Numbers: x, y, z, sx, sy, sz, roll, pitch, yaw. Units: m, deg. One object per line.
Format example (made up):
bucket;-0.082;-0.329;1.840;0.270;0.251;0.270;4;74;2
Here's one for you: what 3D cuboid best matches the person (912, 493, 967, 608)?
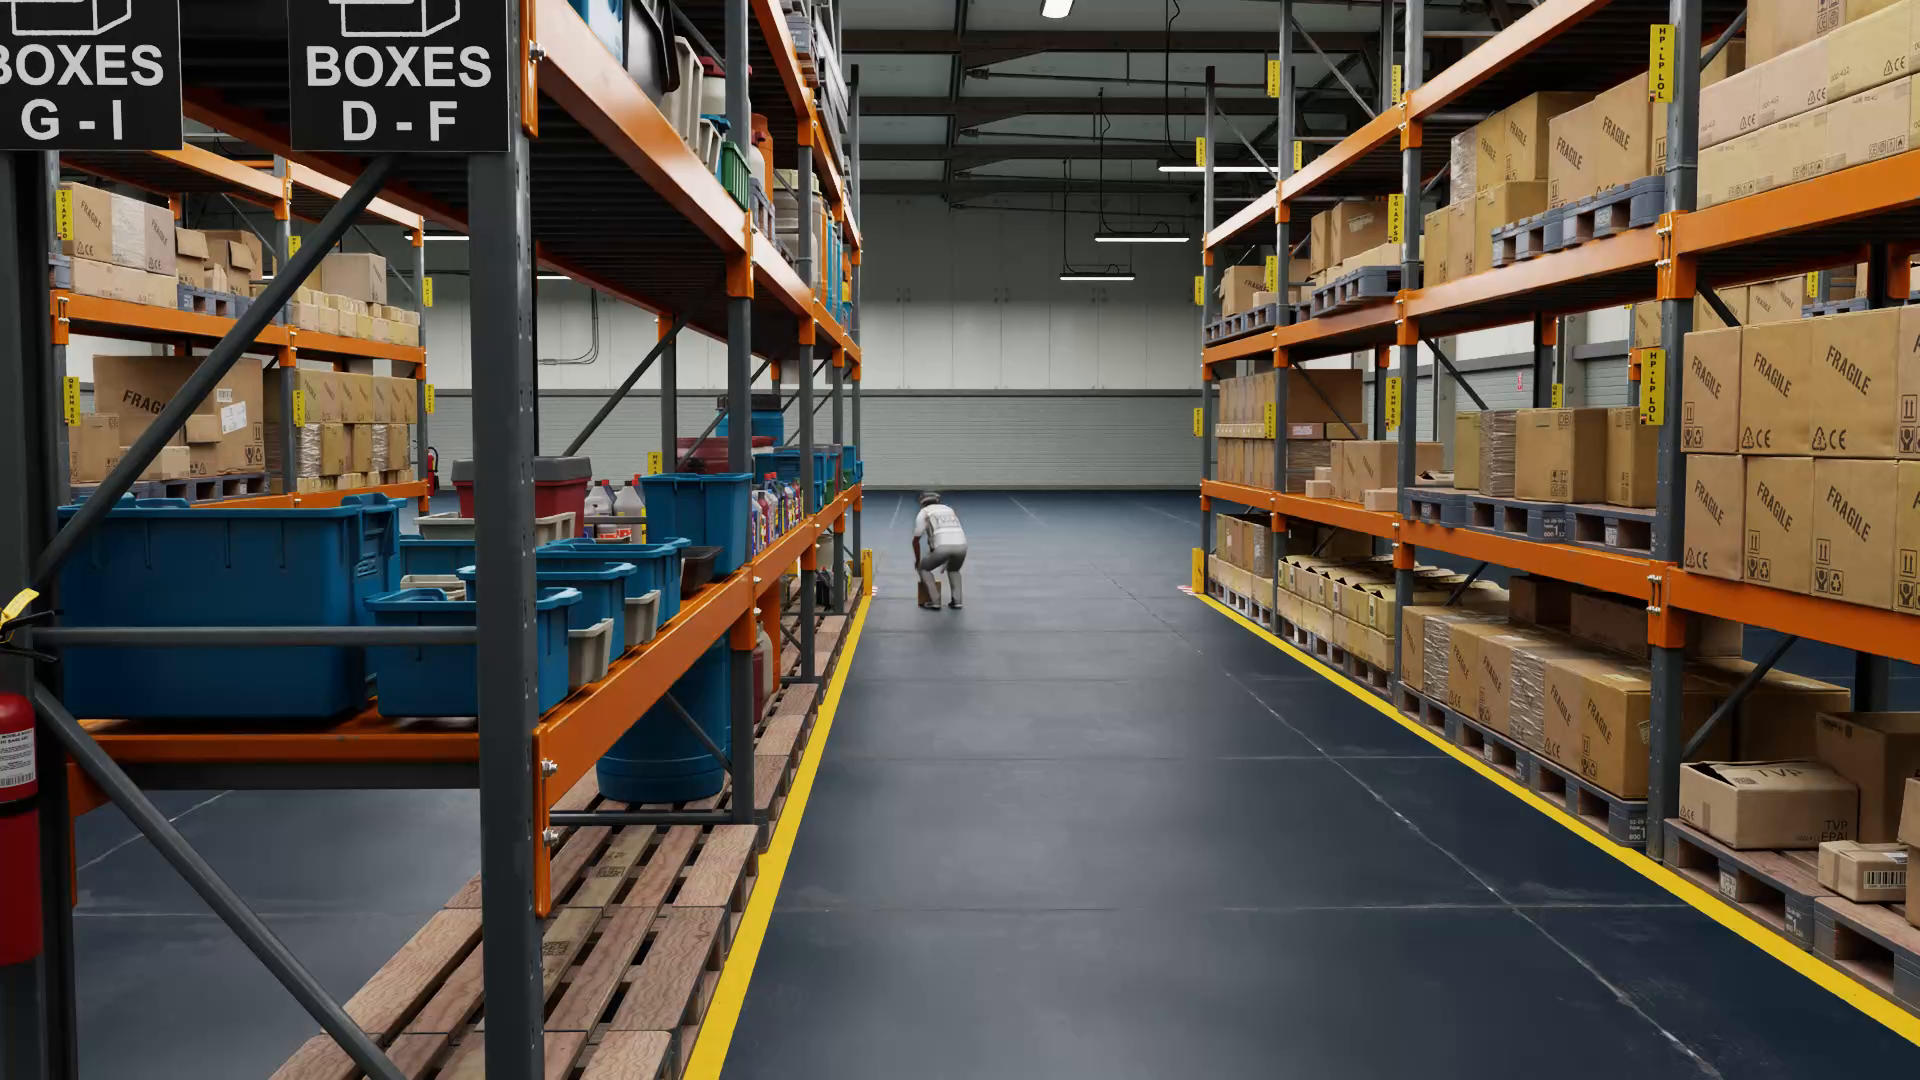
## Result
person;-0.232;0.113;17.684;0.500;1.218;0.792;-1;4;-20
